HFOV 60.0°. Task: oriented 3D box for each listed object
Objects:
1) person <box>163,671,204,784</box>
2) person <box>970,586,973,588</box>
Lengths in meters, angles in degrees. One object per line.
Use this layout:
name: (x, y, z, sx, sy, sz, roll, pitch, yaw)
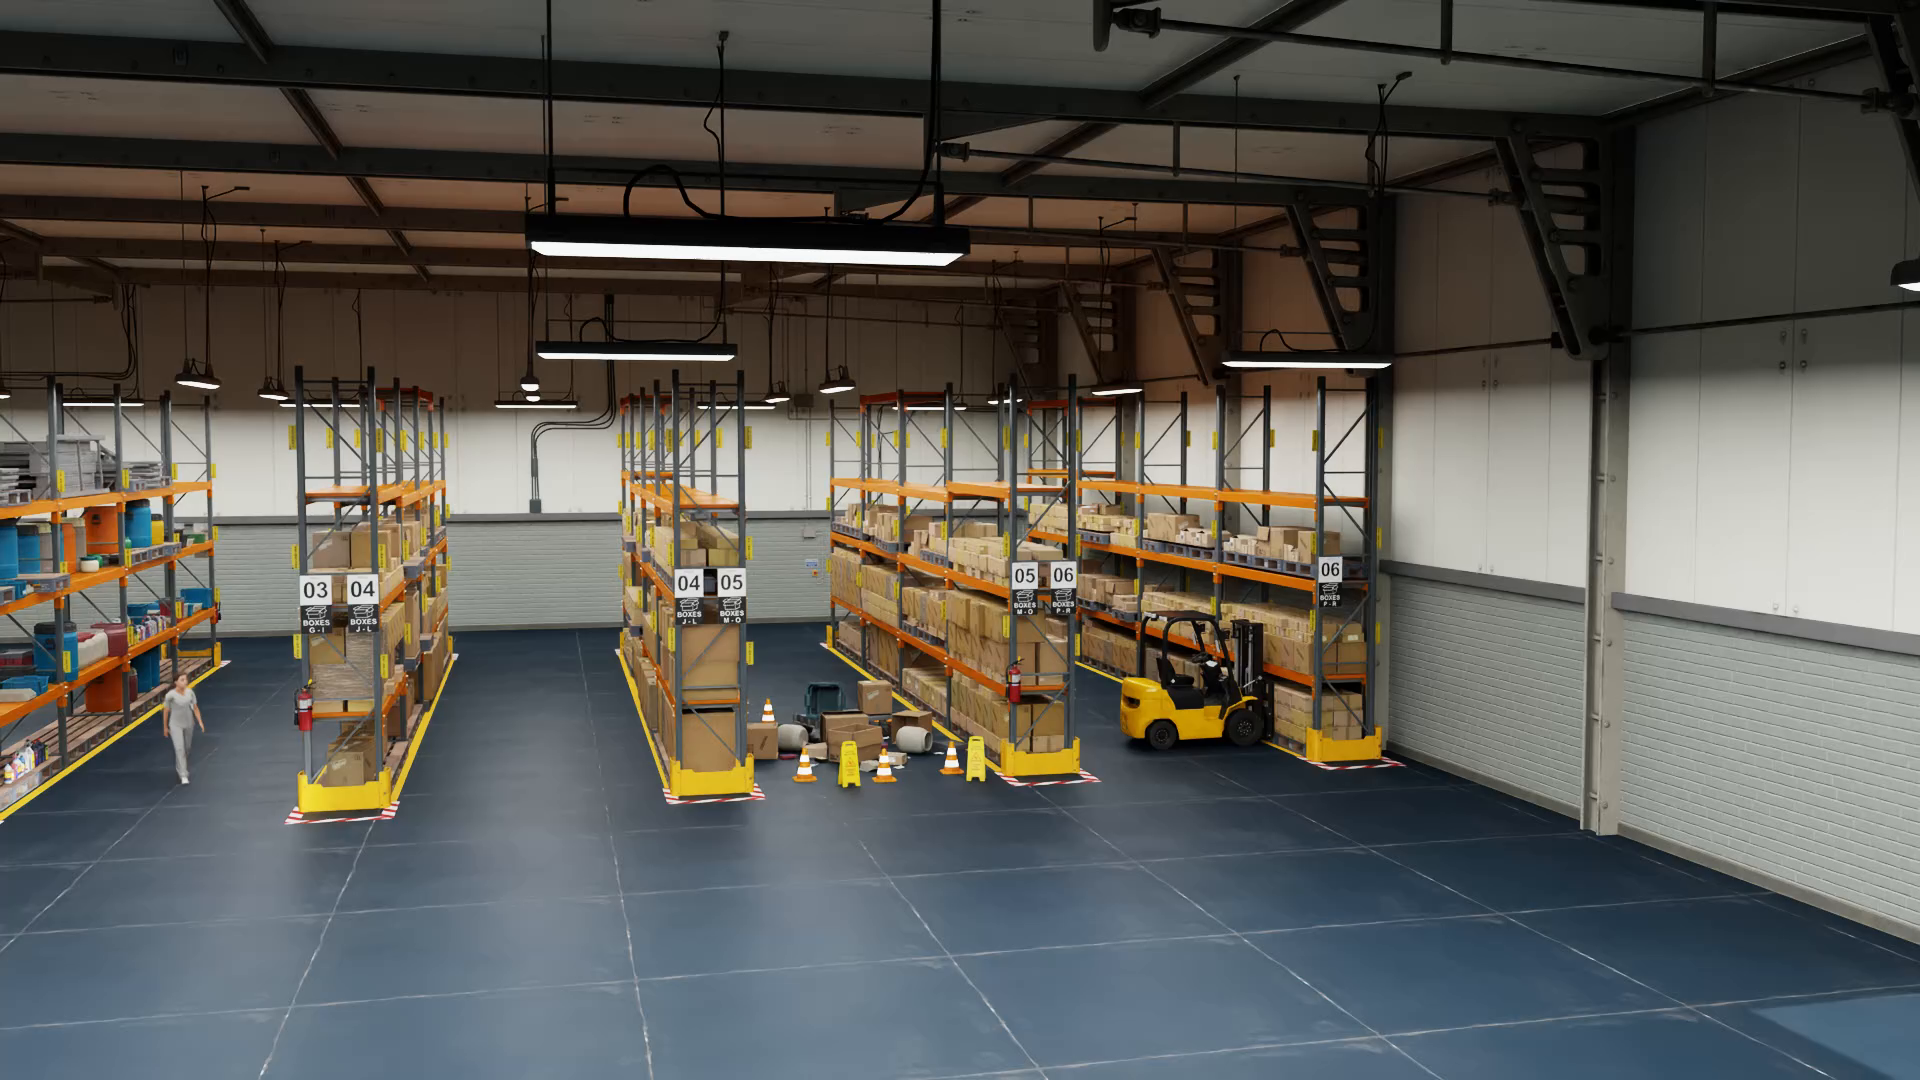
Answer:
person: (-11.404, 2.721, 24.385, 0.516, 1.607, 1.106, -3, 4, -40)
person: (0.251, 1.909, 36.884, 0.621, 1.779, 0.532, -3, 5, -42)
